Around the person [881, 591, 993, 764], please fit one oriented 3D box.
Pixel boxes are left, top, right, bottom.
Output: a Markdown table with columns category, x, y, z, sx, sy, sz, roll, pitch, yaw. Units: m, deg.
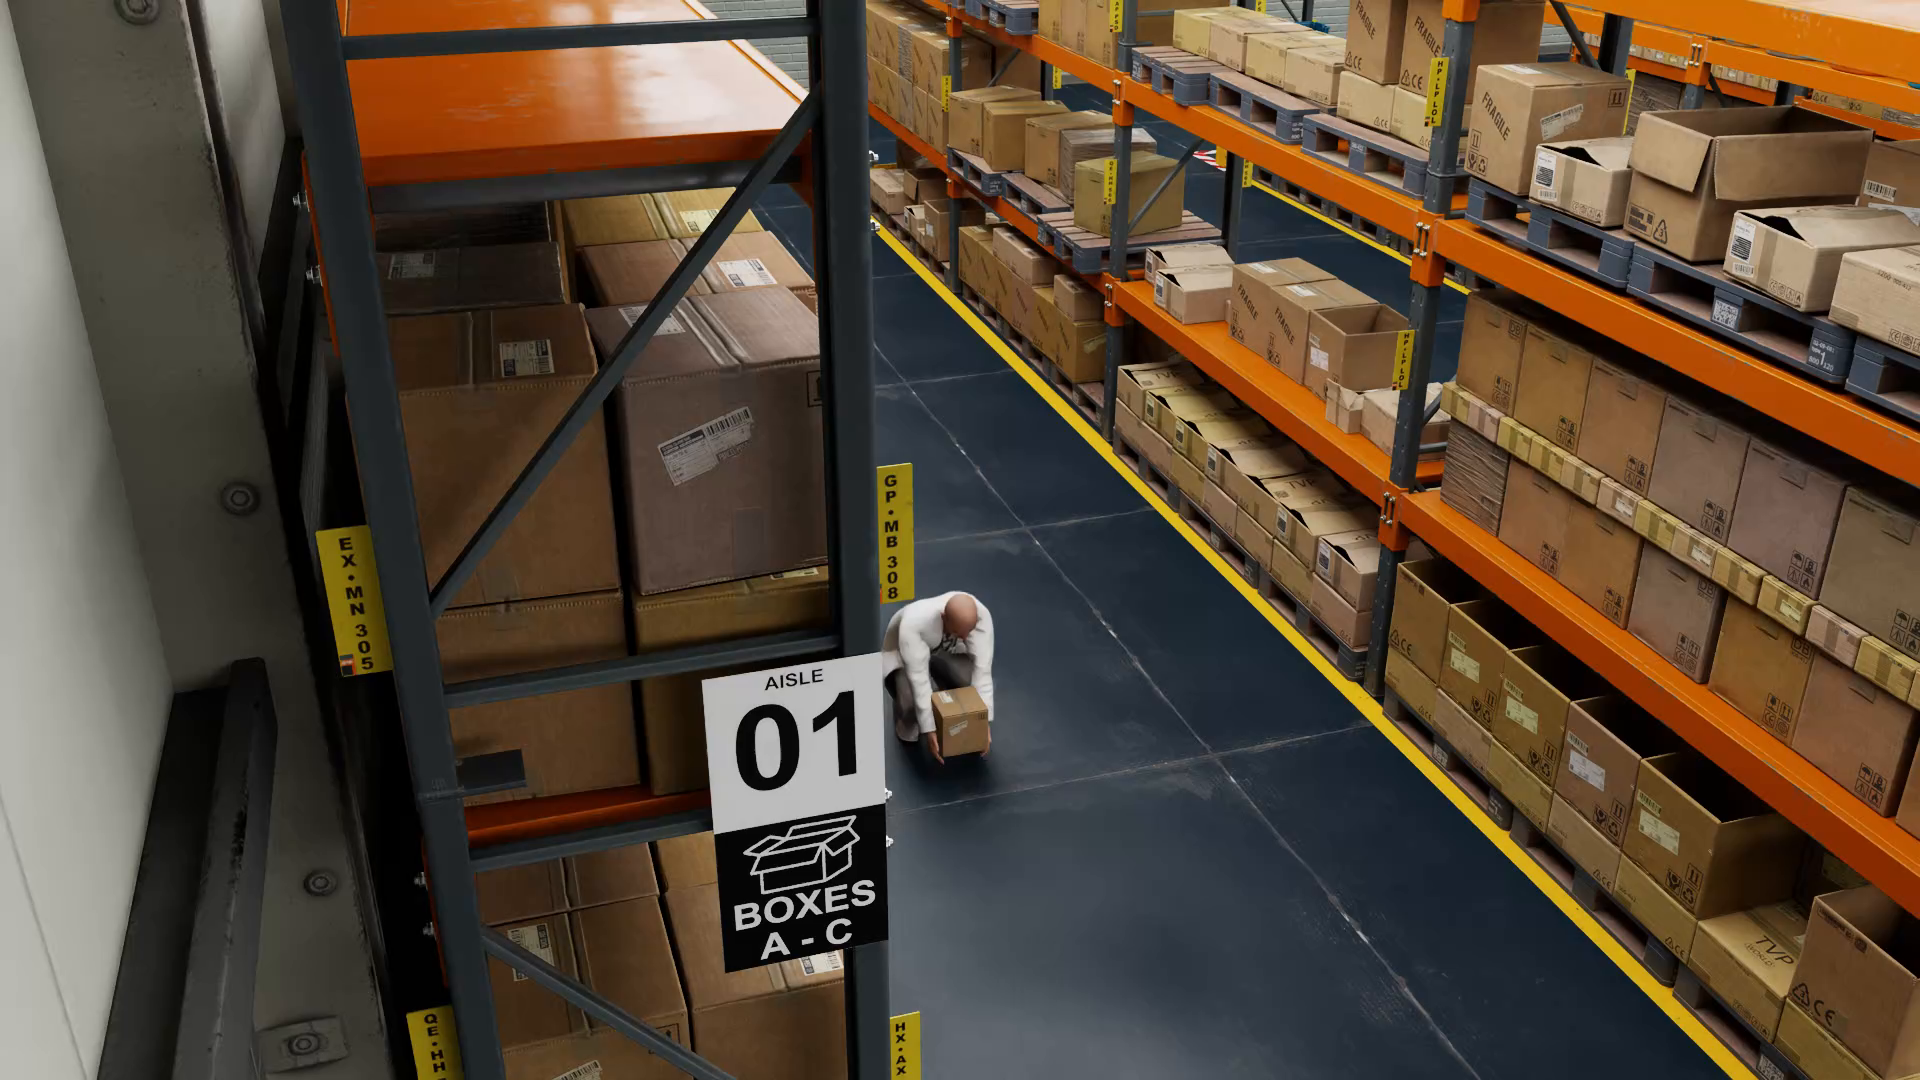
| category | x | y | z | sx | sy | sz | roll | pitch | yaw |
| --- | --- | --- | --- | --- | --- | --- | --- | --- | --- |
| person | -0.122 | 0.651 | 8.944 | 0.576 | 1.004 | 0.918 | -8 | 27 | -17 |
